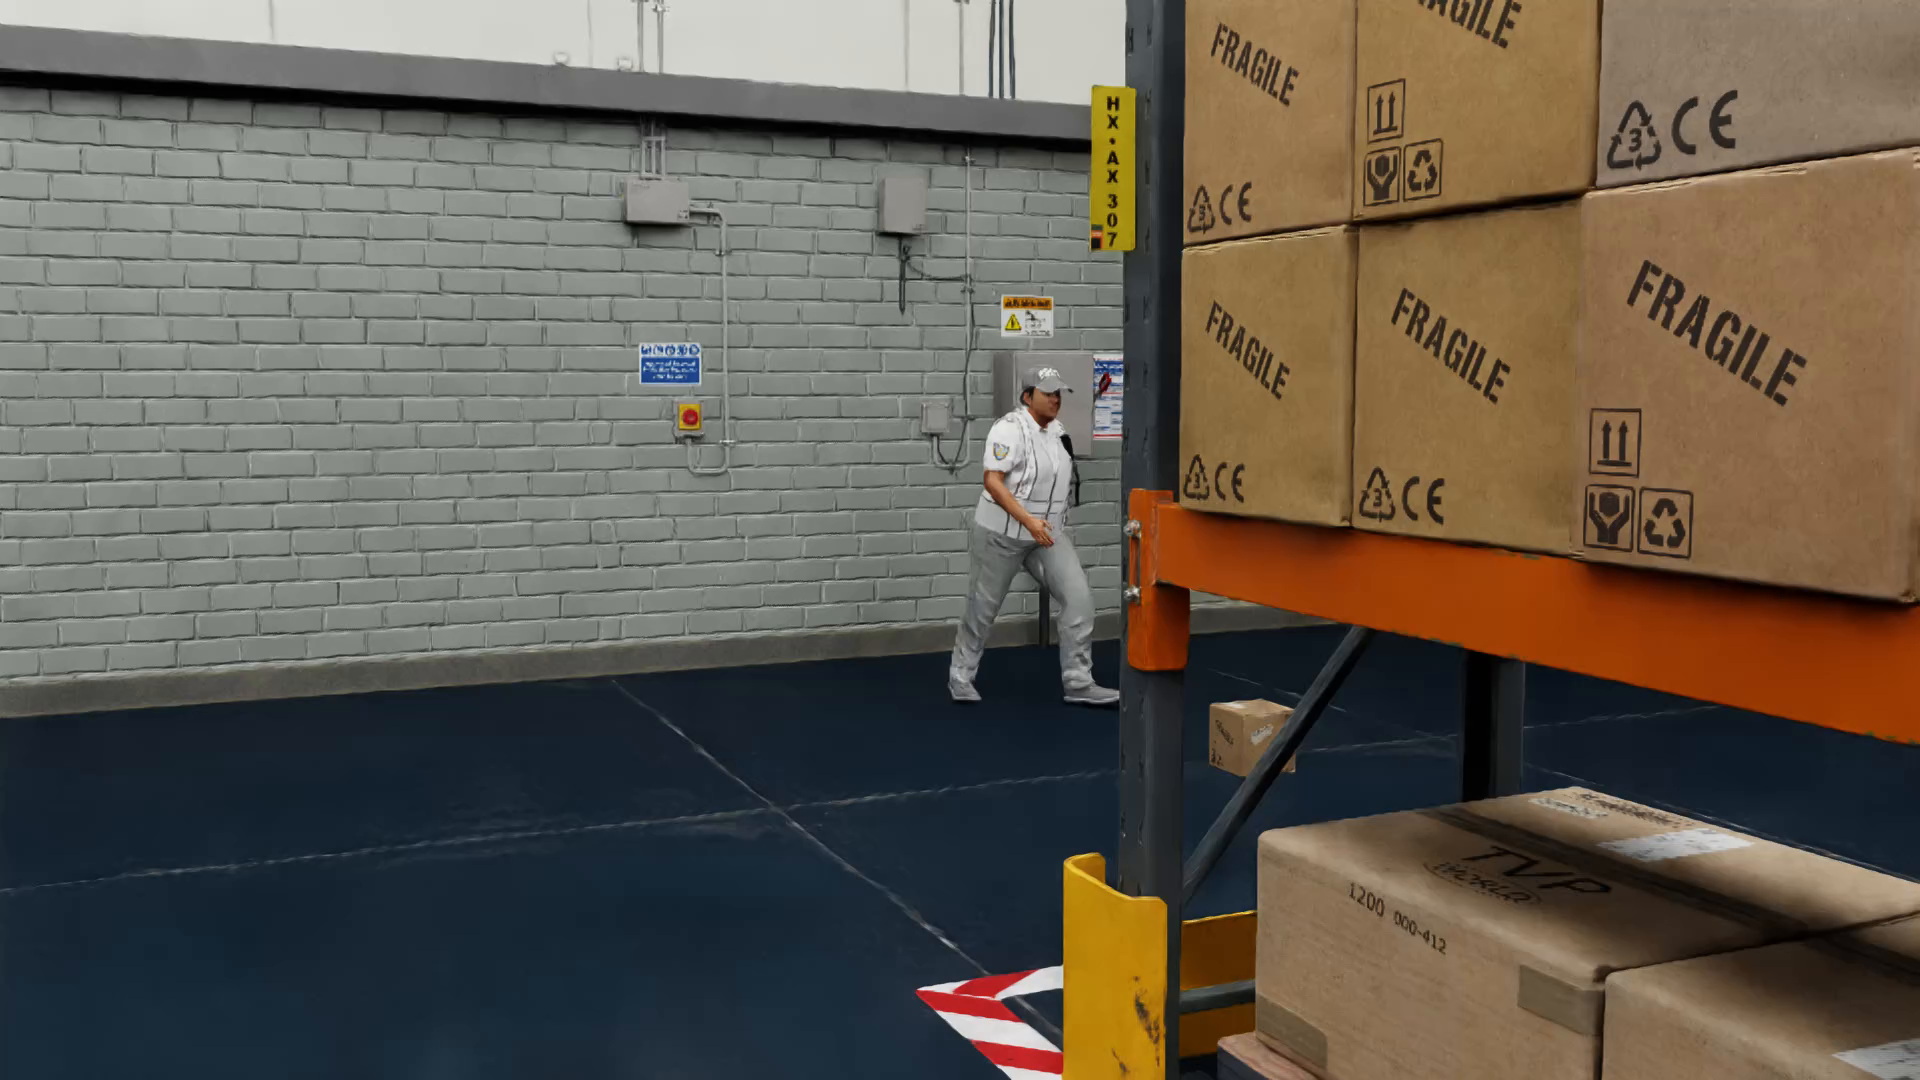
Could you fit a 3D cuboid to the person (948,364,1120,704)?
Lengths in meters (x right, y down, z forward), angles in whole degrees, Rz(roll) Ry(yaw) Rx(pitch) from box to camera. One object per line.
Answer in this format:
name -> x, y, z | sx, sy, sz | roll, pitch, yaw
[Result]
person -> 0.307, -0.025, 7.896 | 0.627, 1.612, 0.779 | -4, 7, -38
